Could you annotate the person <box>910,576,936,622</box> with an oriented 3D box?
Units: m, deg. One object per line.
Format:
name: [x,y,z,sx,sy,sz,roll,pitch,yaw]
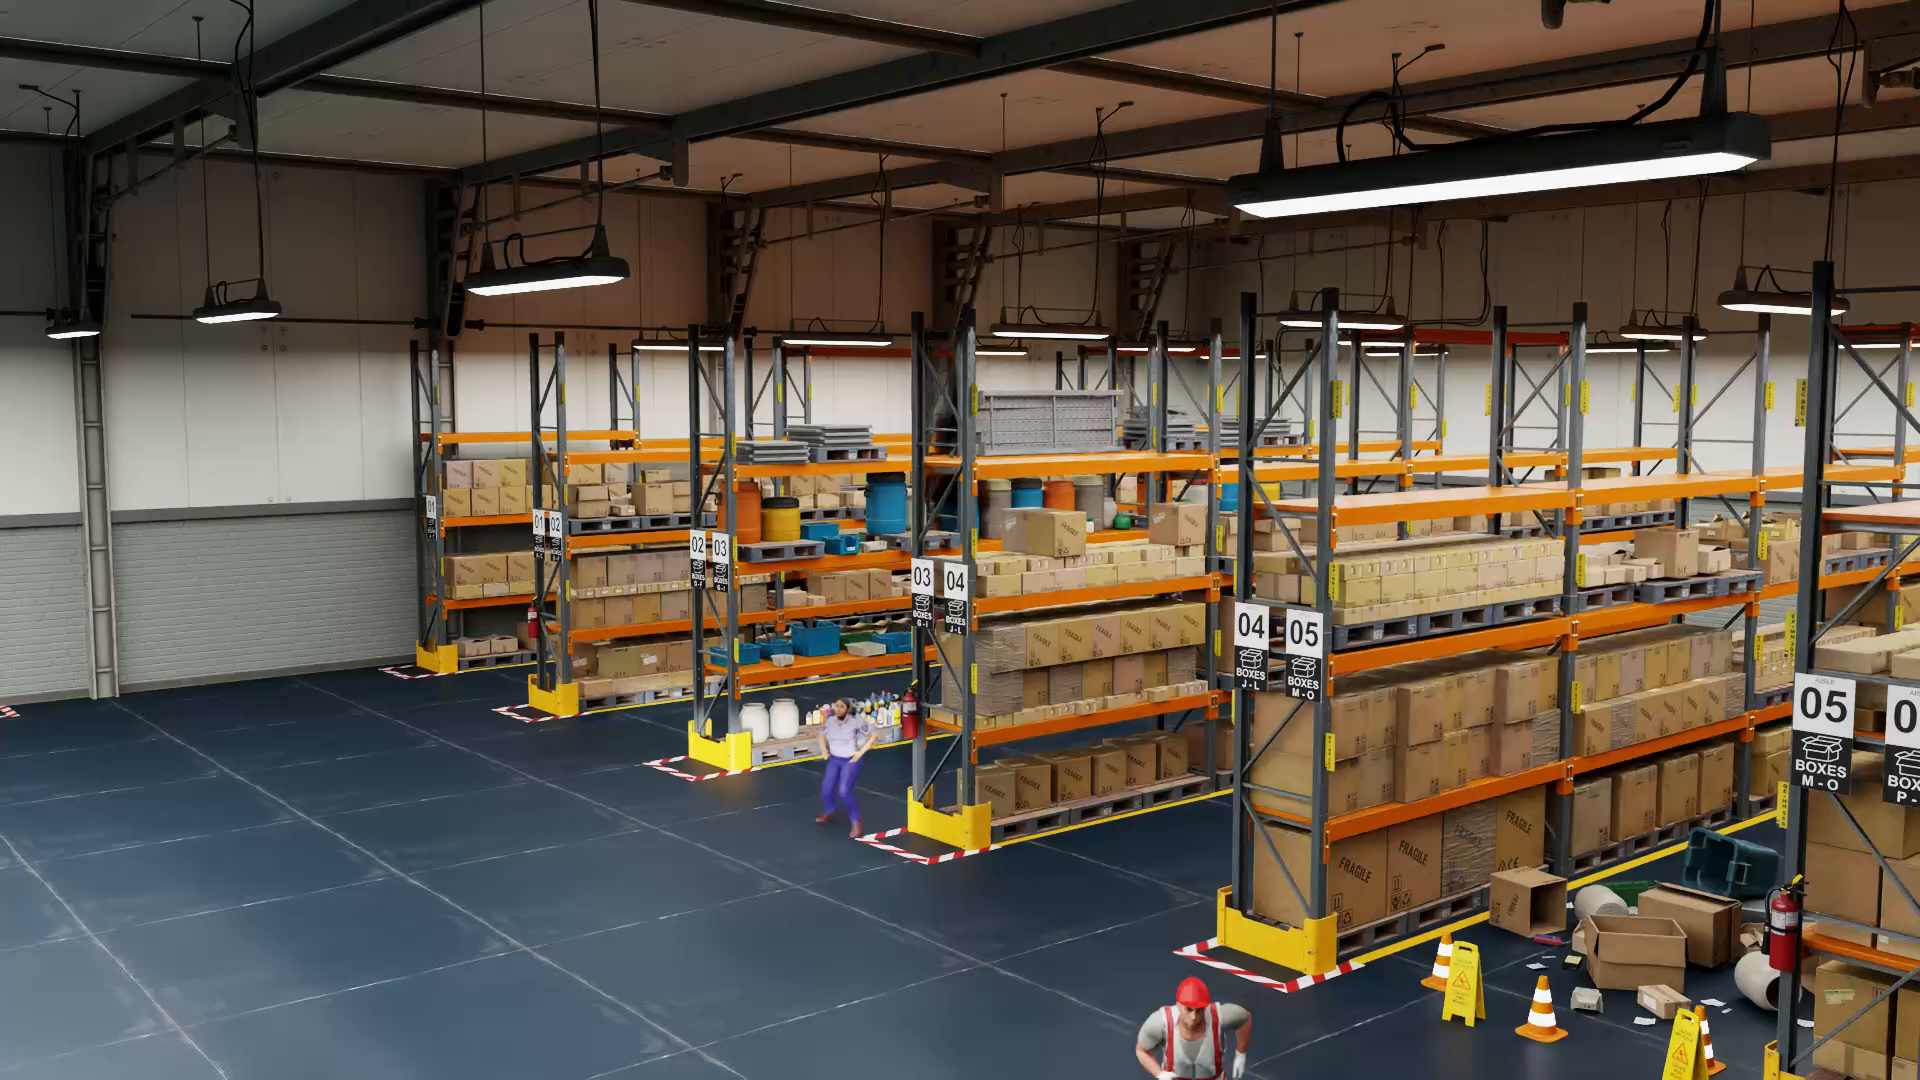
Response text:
person: [-0.693,1.128,34.616,0.817,1.645,0.647,-5,7,-42]

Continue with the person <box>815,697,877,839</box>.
person: [-1.377,2.603,19.284,0.816,1.621,0.699,2,6,22]

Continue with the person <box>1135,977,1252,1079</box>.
person: [1.421,3.401,10.195,0.704,1.731,1.056,0,5,5]
